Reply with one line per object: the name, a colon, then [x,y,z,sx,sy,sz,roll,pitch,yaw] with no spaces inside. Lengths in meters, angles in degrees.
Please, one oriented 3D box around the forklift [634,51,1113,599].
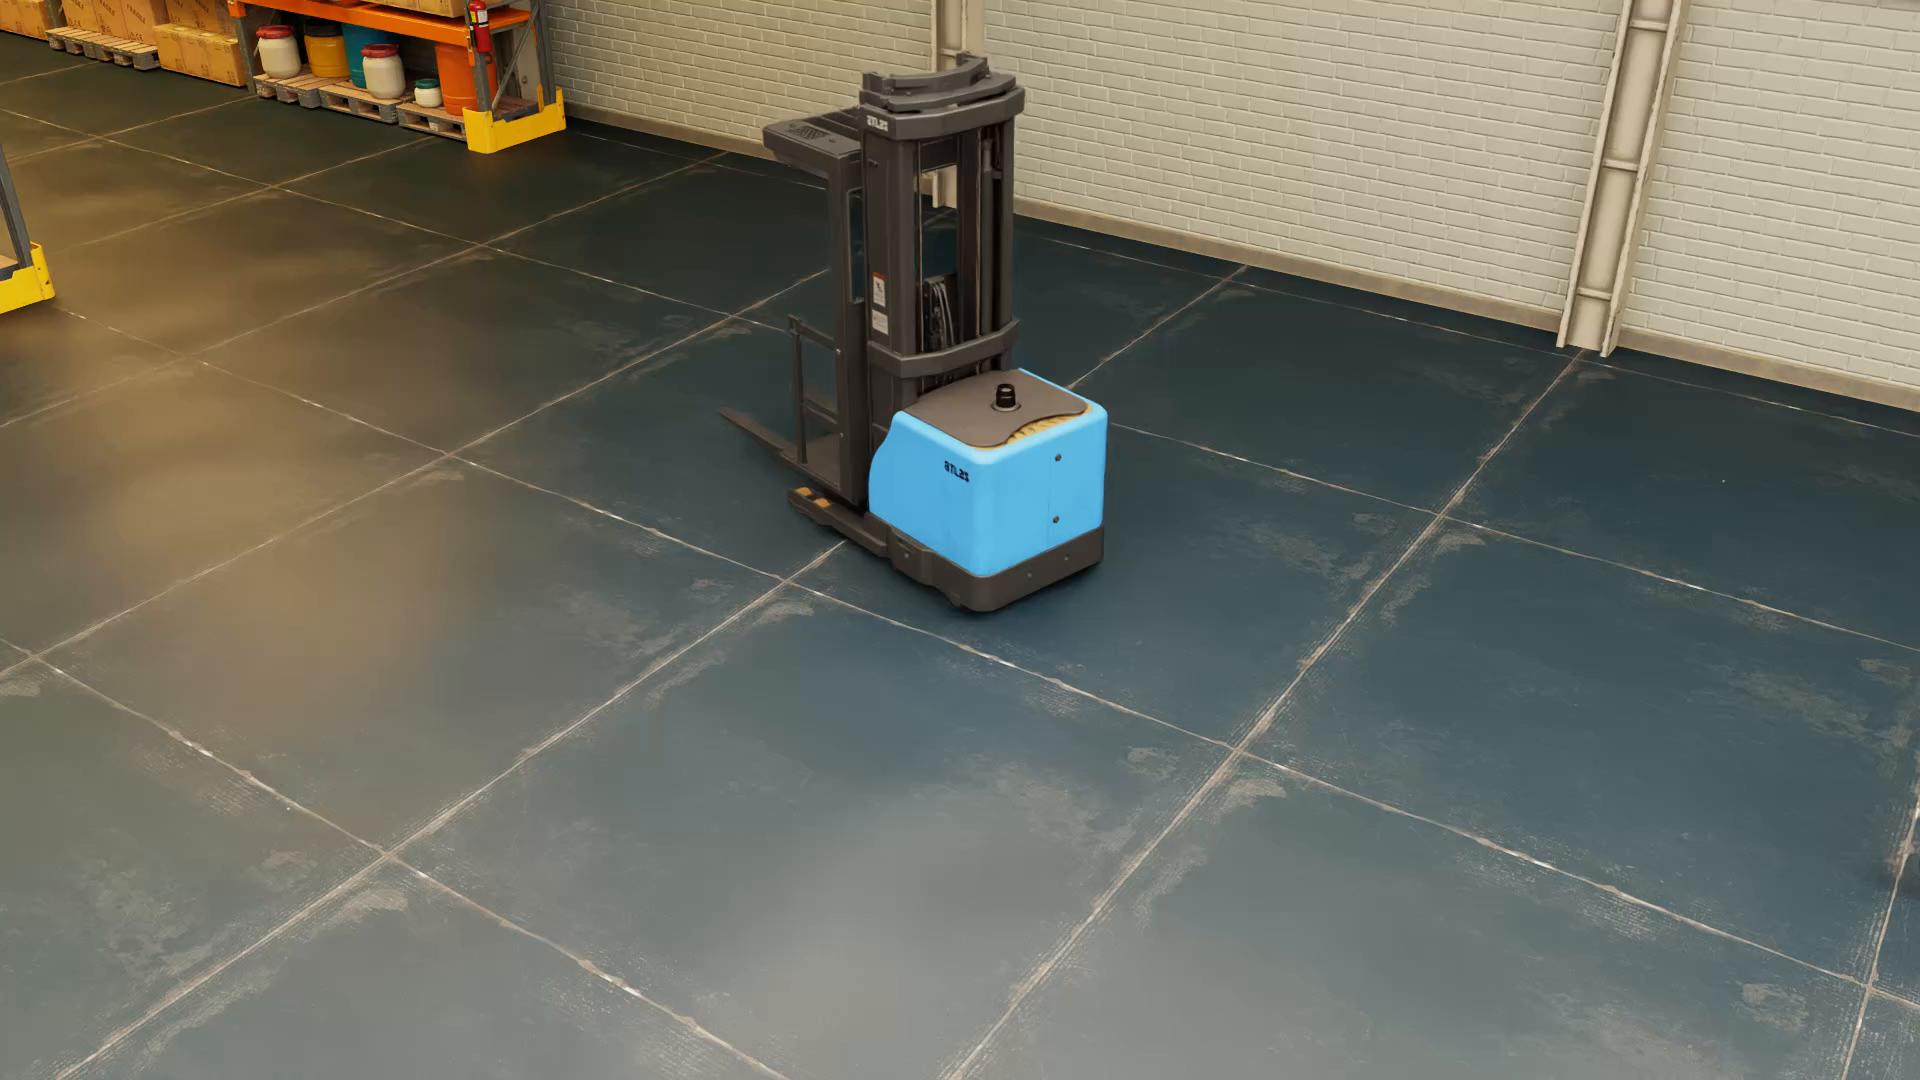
forklift: [-0.625,-1.405,10.001,3.031,2.935,1.130,13,33,21]
